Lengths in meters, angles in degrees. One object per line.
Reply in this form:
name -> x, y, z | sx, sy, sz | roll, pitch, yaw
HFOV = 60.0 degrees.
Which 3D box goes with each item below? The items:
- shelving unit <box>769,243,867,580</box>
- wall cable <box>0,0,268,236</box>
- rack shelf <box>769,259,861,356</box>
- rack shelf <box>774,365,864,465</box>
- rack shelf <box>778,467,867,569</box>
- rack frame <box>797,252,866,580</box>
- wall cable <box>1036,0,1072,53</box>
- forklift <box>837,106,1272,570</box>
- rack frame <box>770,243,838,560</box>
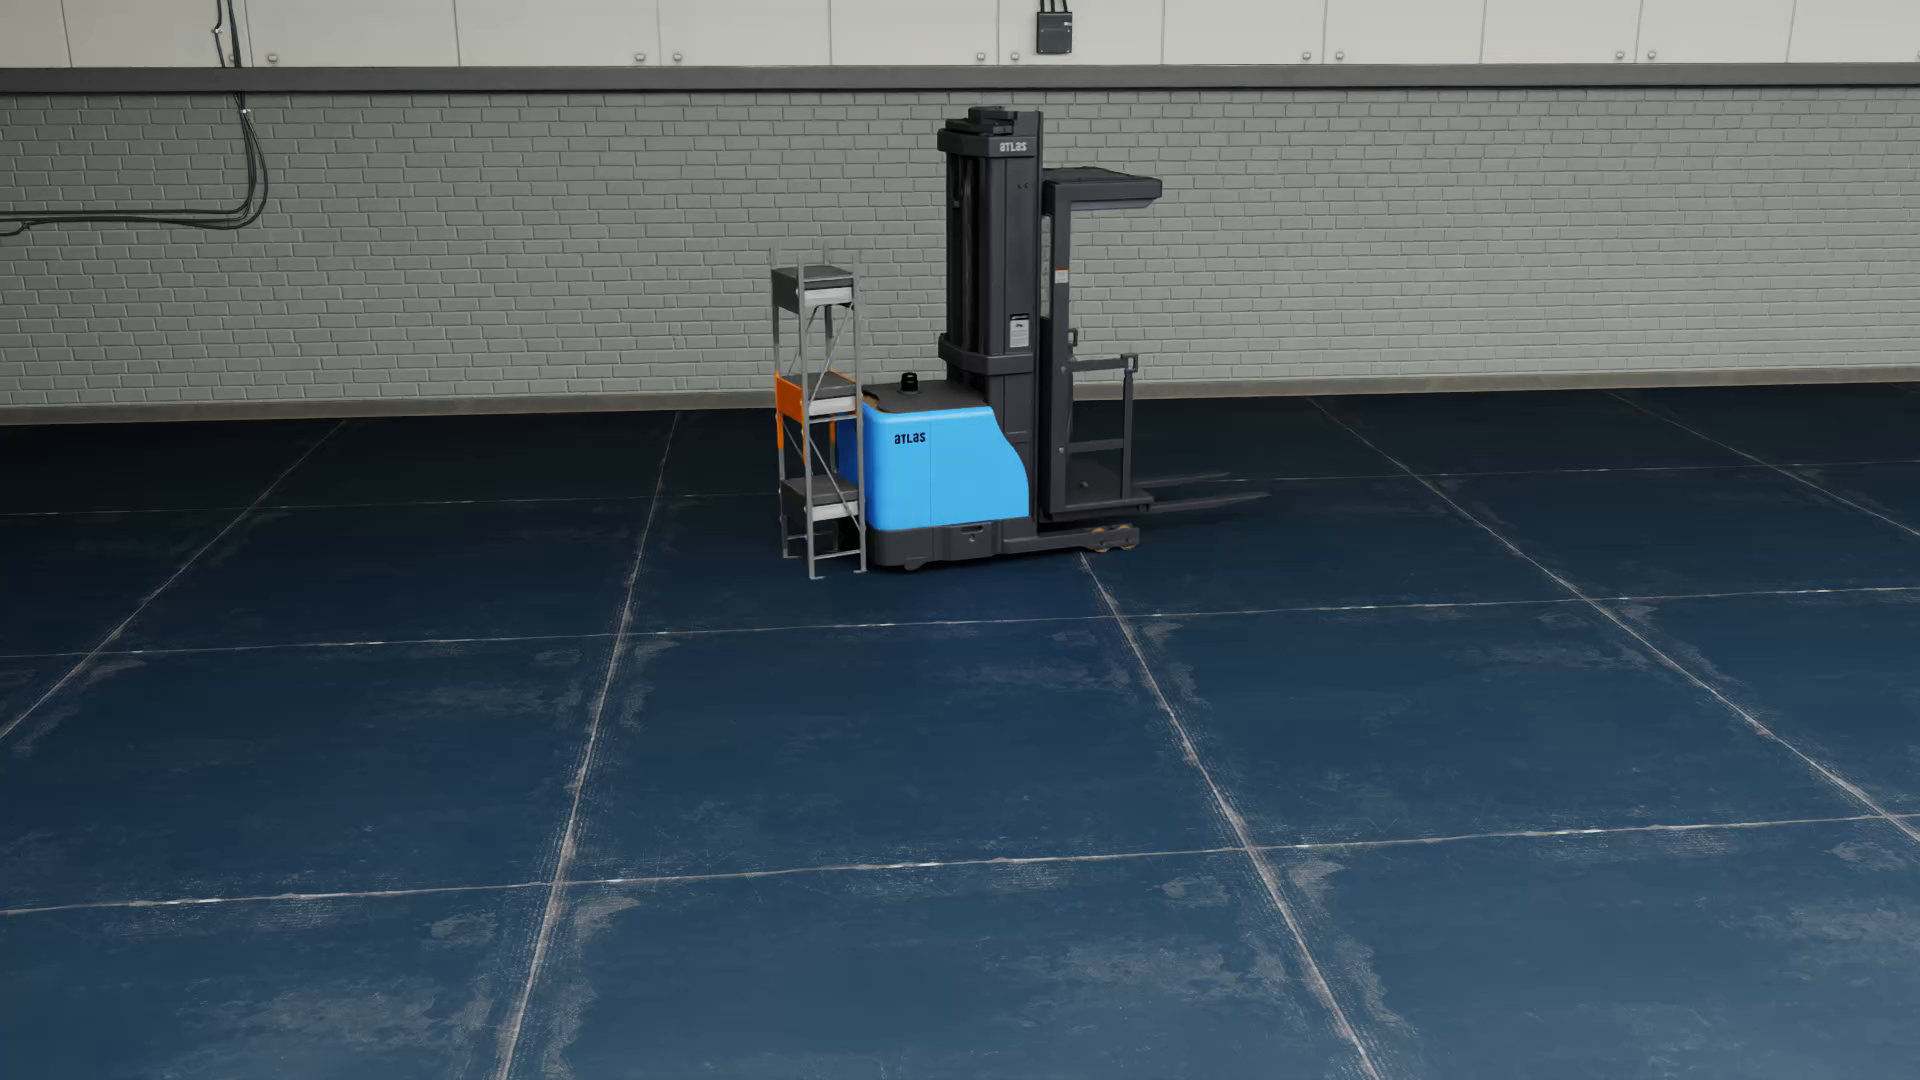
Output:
shelving unit -> -0.919, -0.833, 10.820 | 0.431, 2.100, 0.503 | -9, 20, -25
wall cable -> -7.604, -3.868, 14.157 | 3.097, 2.526, 0.112 | -2, 18, -6
rack shelf -> -0.924, -1.487, 10.612 | 0.431, 0.518, 0.480 | -9, 20, -25
rack shelf -> -0.919, -0.820, 10.824 | 0.431, 0.518, 0.480 | -9, 20, -25
rack shelf -> -0.914, -0.153, 11.036 | 0.431, 0.518, 0.480 | -9, 20, -25
rack frame -> -0.810, -0.768, 10.611 | 0.400, 2.100, 0.015 | -9, 20, -25
wall cable -> 1.841, -7.260, 14.102 | 2.305, 6.003, 0.169 | -2, 18, -6
forklift -> 0.710, -1.452, 11.407 | 3.031, 2.935, 1.130 | -6, 18, -19
rack frame -> -1.028, -0.899, 11.028 | 0.400, 2.100, 0.015 | -9, 20, -25
